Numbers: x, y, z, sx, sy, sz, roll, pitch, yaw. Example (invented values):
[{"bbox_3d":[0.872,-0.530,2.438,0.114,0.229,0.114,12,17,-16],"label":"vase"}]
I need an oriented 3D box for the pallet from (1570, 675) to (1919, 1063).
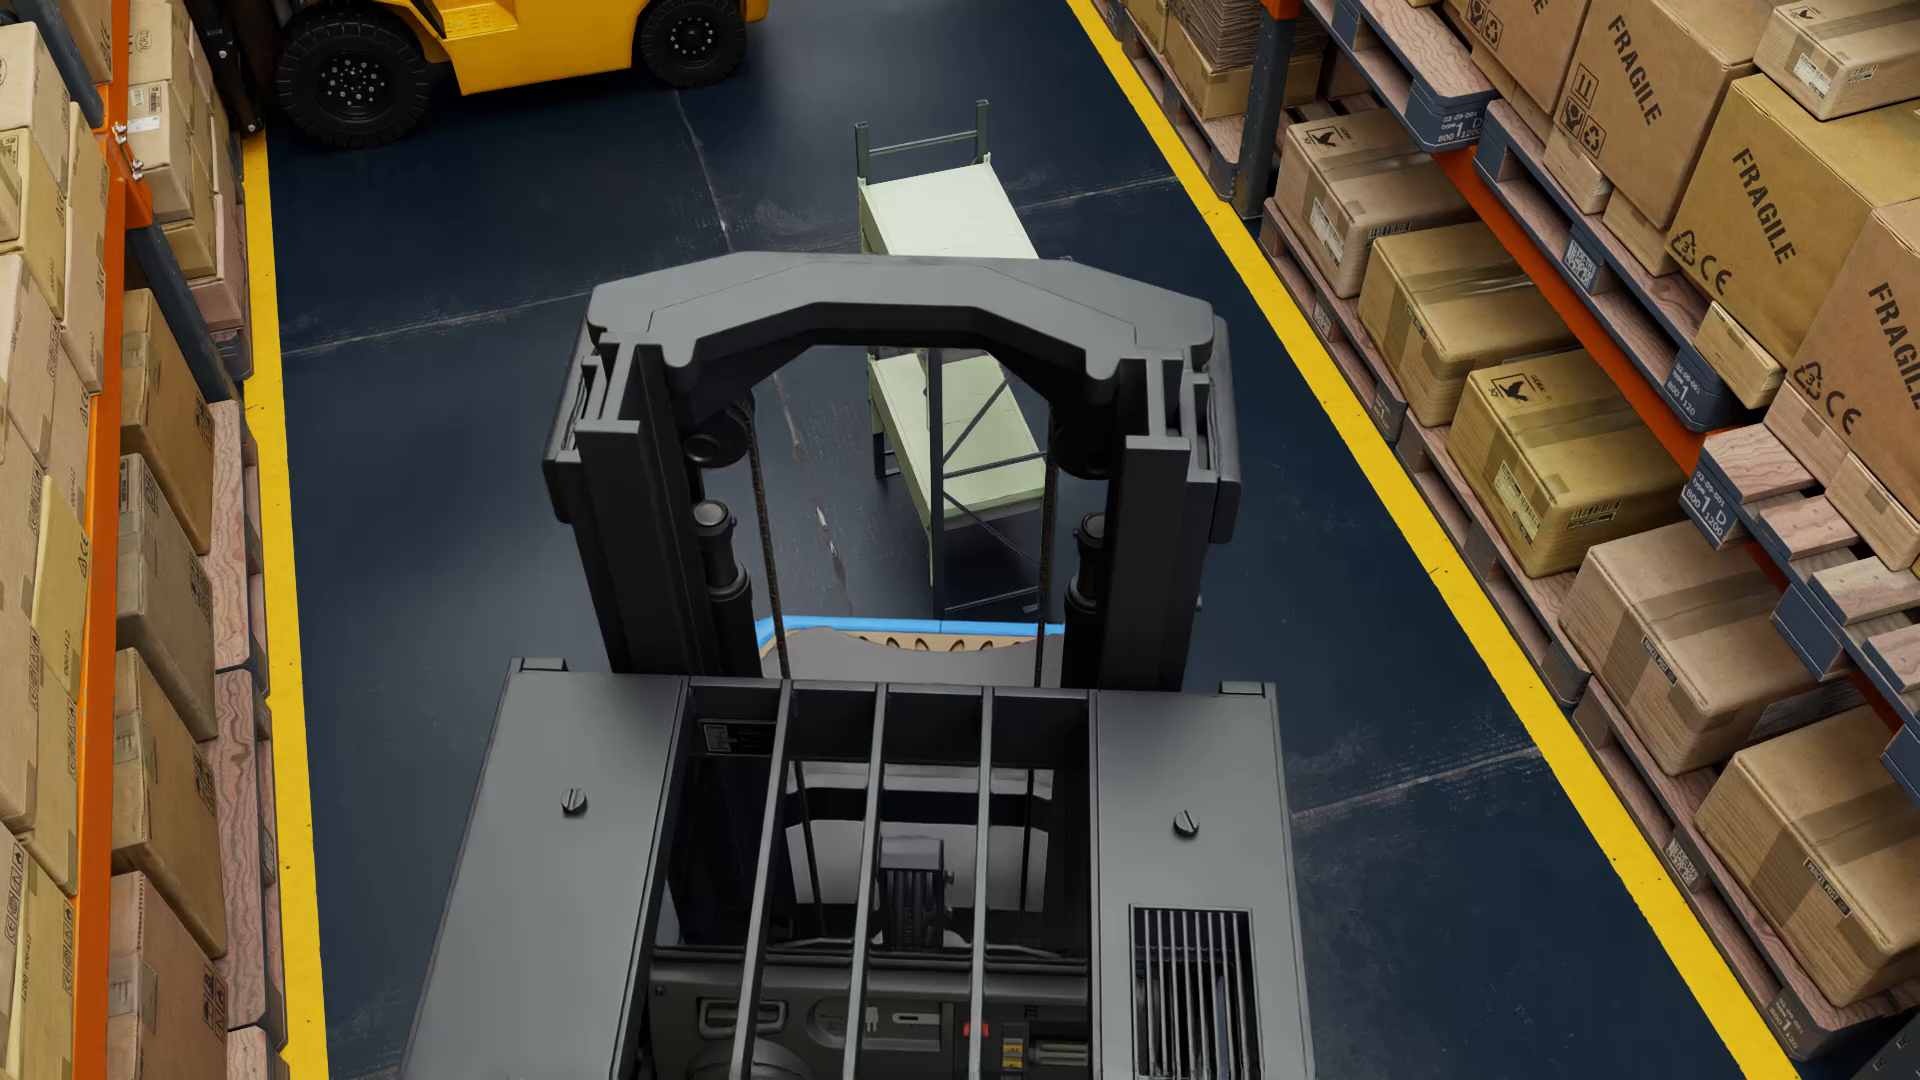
[{"bbox_3d":[2.578,0.814,4.925,1.003,0.211,1.213,-13,51,-11],"label":"pallet"}]

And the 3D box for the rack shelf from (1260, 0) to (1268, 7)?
[{"bbox_3d":[1.033,-3.664,7.347,1.077,0.370,4.000,-13,51,-11],"label":"rack shelf"}]

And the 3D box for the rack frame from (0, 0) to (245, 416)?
[{"bbox_3d":[-3.116,-1.310,4.892,1.000,3.000,0.127,-13,51,-11],"label":"rack frame"}]

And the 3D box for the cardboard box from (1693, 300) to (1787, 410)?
[{"bbox_3d":[2.059,-0.491,4.091,0.380,0.149,0.250,-13,51,-10],"label":"cardboard box"}]

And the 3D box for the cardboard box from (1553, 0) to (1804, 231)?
[{"bbox_3d":[1.933,-1.188,4.255,0.500,0.500,0.500,-15,52,-12],"label":"cardboard box"}]

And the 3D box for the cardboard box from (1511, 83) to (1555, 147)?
[{"bbox_3d":[1.816,-1.262,4.741,0.380,0.149,0.250,-13,51,-11],"label":"cardboard box"}]

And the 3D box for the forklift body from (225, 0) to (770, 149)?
[{"bbox_3d":[-1.995,-2.985,6.860,2.313,2.155,1.214,-13,51,-11],"label":"forklift body"}]

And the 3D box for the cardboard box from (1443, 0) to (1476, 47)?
[{"bbox_3d":[1.709,-1.640,5.060,0.380,0.149,0.250,-10,51,-9],"label":"cardboard box"}]

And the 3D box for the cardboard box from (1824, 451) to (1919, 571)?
[{"bbox_3d":[2.220,-0.107,3.768,0.380,0.149,0.250,-14,51,-11],"label":"cardboard box"}]

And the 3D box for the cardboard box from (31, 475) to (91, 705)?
[{"bbox_3d":[-2.285,0.159,3.753,0.500,0.250,0.500,-12,51,-10],"label":"cardboard box"}]

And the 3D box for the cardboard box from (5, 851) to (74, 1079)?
[{"bbox_3d":[-1.975,0.912,3.117,0.500,0.250,0.500,-14,51,-12],"label":"cardboard box"}]

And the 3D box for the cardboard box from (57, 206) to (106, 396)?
[{"bbox_3d":[-2.563,-0.586,4.381,0.500,0.250,0.500,-14,51,-11],"label":"cardboard box"}]

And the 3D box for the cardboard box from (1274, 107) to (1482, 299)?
[{"bbox_3d":[1.782,-1.341,6.362,0.950,0.372,0.625,-13,51,-11],"label":"cardboard box"}]

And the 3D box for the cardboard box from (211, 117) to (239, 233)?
[{"bbox_3d":[-3.107,-1.354,6.454,0.500,0.250,0.500,-14,51,-12],"label":"cardboard box"}]

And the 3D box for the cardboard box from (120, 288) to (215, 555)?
[{"bbox_3d":[-2.951,-0.301,5.320,0.875,0.625,0.625,-11,51,-9],"label":"cardboard box"}]

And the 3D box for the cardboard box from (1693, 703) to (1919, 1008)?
[{"bbox_3d":[2.650,0.783,4.572,0.950,0.372,0.625,-16,52,-13],"label":"cardboard box"}]

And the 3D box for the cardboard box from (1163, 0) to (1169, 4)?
[{"bbox_3d":[1.041,-2.668,7.071,0.500,0.500,0.500,-12,51,-10],"label":"cardboard box"}]

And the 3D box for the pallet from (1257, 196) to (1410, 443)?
[{"bbox_3d":[1.856,-0.968,6.428,1.003,0.211,1.213,-13,51,-11],"label":"pallet"}]

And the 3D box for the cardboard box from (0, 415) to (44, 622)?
[{"bbox_3d":[-2.290,0.000,3.559,0.500,0.250,0.500,-13,51,-10],"label":"cardboard box"}]

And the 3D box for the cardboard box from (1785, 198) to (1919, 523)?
[{"bbox_3d":[2.244,-0.421,3.608,0.500,0.500,0.500,-14,51,-12],"label":"cardboard box"}]

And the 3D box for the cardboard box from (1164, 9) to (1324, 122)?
[{"bbox_3d":[1.193,-2.055,7.044,0.500,0.250,0.500,-11,51,-9],"label":"cardboard box"}]

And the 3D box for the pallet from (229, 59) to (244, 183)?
[{"bbox_3d":[-3.675,-1.894,7.208,1.003,0.211,1.213,-13,51,-11],"label":"pallet"}]

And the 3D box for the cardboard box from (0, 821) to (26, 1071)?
[{"bbox_3d":[-1.978,0.754,2.924,0.500,0.250,0.500,-12,51,-10],"label":"cardboard box"}]

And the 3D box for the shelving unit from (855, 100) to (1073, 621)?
[{"bbox_3d":[-0.002,-0.488,5.181,0.431,1.500,0.755,-13,51,-11],"label":"shelving unit"}]

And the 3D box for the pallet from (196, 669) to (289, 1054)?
[{"bbox_3d":[-2.496,1.011,4.760,1.003,0.211,1.213,-13,51,-11],"label":"pallet"}]

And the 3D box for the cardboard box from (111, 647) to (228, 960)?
[{"bbox_3d":[-2.504,0.816,4.379,0.875,0.625,0.625,-15,52,-12],"label":"cardboard box"}]

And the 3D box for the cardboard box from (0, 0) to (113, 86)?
[{"bbox_3d":[-2.998,-1.725,5.177,0.500,0.500,0.500,-15,51,-12],"label":"cardboard box"}]

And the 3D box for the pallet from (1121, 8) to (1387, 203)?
[{"bbox_3d":[1.392,-2.018,7.314,1.003,0.211,1.213,-13,51,-11],"label":"pallet"}]

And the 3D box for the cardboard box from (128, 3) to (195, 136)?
[{"bbox_3d":[-3.101,-1.681,6.075,0.500,0.250,0.500,-13,51,-11],"label":"cardboard box"}]

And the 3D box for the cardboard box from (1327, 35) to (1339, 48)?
[{"bbox_3d":[1.708,-2.417,6.859,0.500,0.500,0.500,-11,51,-9],"label":"cardboard box"}]

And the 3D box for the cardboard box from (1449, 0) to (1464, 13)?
[{"bbox_3d":[1.638,-1.925,4.876,0.500,0.500,0.500,-13,51,-11],"label":"cardboard box"}]

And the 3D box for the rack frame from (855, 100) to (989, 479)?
[{"bbox_3d":[-0.110,-0.756,5.406,0.400,1.500,0.023,-13,51,-11],"label":"rack frame"}]

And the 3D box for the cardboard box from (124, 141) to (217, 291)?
[{"bbox_3d":[-2.964,-1.143,5.948,0.500,0.250,0.500,-14,51,-11],"label":"cardboard box"}]

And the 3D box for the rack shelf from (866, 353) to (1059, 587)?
[{"bbox_3d":[-0.002,-0.278,5.430,0.431,0.370,0.720,-13,51,-11],"label":"rack shelf"}]

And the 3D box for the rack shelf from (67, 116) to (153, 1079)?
[{"bbox_3d":[-2.524,0.383,3.936,1.077,0.370,4.000,-13,51,-11],"label":"rack shelf"}]

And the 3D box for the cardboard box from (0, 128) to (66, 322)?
[{"bbox_3d":[-2.567,-0.748,4.189,0.500,0.250,0.500,-15,51,-12],"label":"cardboard box"}]

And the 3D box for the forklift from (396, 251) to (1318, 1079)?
[{"bbox_3d":[-0.110,1.077,2.925,1.130,2.935,3.031,2,50,2],"label":"forklift"}]

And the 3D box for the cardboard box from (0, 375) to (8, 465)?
[{"bbox_3d":[-2.244,-0.249,3.508,0.380,0.149,0.250,-15,51,-12],"label":"cardboard box"}]

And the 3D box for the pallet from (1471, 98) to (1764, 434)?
[{"bbox_3d":[2.183,-0.888,4.662,1.003,0.211,1.213,-13,51,-11],"label":"pallet"}]

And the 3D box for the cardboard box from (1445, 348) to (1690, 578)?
[{"bbox_3d":[2.205,-0.309,5.492,0.950,0.372,0.625,-12,51,-10],"label":"cardboard box"}]

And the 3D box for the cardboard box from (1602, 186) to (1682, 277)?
[{"bbox_3d":[1.952,-0.868,4.409,0.380,0.149,0.250,-15,51,-12],"label":"cardboard box"}]

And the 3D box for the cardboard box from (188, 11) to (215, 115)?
[{"bbox_3d":[-3.252,-1.880,6.570,0.500,0.250,0.500,-14,51,-11],"label":"cardboard box"}]
